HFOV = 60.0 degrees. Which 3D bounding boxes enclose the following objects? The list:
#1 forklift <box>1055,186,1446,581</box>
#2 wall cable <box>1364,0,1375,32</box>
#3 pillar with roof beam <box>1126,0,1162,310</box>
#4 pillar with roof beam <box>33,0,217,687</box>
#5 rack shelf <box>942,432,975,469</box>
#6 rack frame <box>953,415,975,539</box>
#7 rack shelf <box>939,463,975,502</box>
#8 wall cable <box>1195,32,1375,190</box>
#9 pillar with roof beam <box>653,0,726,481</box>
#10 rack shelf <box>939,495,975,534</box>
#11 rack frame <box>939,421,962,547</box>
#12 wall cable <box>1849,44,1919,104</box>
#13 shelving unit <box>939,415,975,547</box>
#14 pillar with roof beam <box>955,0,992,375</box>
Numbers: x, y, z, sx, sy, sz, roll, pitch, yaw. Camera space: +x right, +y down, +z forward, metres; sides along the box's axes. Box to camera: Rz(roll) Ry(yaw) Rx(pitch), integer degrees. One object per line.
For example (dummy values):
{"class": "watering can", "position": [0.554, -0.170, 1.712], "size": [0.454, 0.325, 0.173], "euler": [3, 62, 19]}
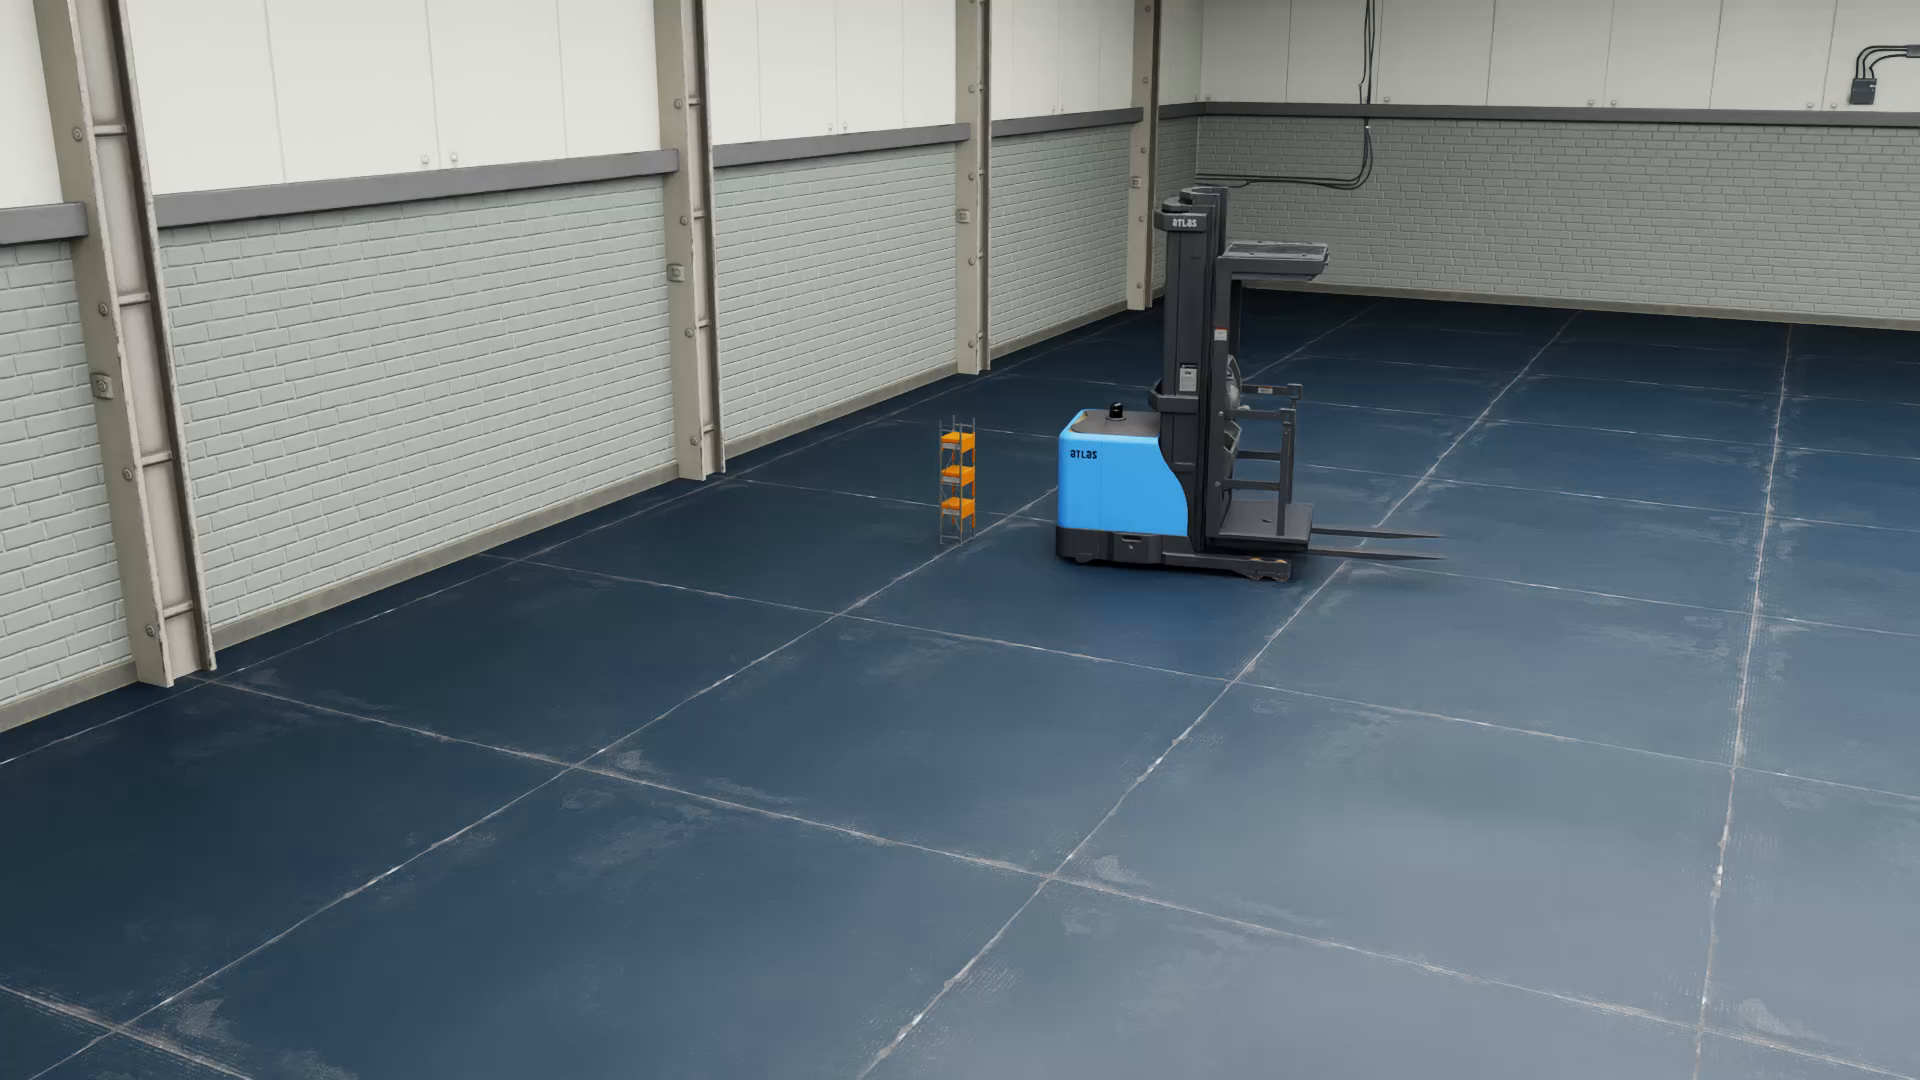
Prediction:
{"class": "forklift", "position": [2.343, -1.250, 13.084], "size": [3.031, 2.935, 1.130], "euler": [4, 17, 13]}
{"class": "wall cable", "position": [7.765, -9.180, 25.712], "size": [3.097, 2.526, 0.112], "euler": [8, 18, 25]}
{"class": "pillar with roof beam", "position": [6.696, -7.462, 23.343], "size": [9.100, 9.000, 0.400], "euler": [8, 18, 25]}
{"class": "pillar with roof beam", "position": [-1.347, -2.877, 7.907], "size": [9.100, 9.000, 0.400], "euler": [8, 18, 25]}
{"class": "rack shelf", "position": [-0.024, -0.752, 13.751], "size": [0.215, 0.259, 0.240], "euler": [8, 18, 25]}
{"class": "rack frame", "position": [0.031, -0.521, 13.934], "size": [0.200, 1.050, 0.008], "euler": [8, 18, 25]}
{"class": "rack shelf", "position": [-0.024, -0.479, 13.832], "size": [0.215, 0.259, 0.240], "euler": [8, 18, 25]}
{"class": "wall cable", "position": [5.344, -7.104, 27.590], "size": [3.097, 2.526, 0.112], "euler": [8, 18, 25]}
{"class": "pillar with roof beam", "position": [1.334, -4.406, 13.052], "size": [9.100, 9.000, 0.400], "euler": [8, 18, 25]}
{"class": "rack shelf", "position": [-0.024, -0.213, 13.911], "size": [0.215, 0.259, 0.240], "euler": [8, 18, 25]}
{"class": "rack frame", "position": [-0.078, -0.459, 13.724], "size": [0.200, 1.050, 0.008], "euler": [8, 18, 25]}
{"class": "wall cable", "position": [13.830, -9.010, 22.583], "size": [2.305, 6.003, 0.169], "euler": [8, 18, 25]}
{"class": "shelving unit", "position": [-0.024, -0.490, 13.829], "size": [0.215, 1.050, 0.252], "euler": [8, 18, 25]}
{"class": "pillar with roof beam", "position": [4.015, -5.934, 18.198], "size": [9.100, 9.000, 0.400], "euler": [8, 18, 25]}
